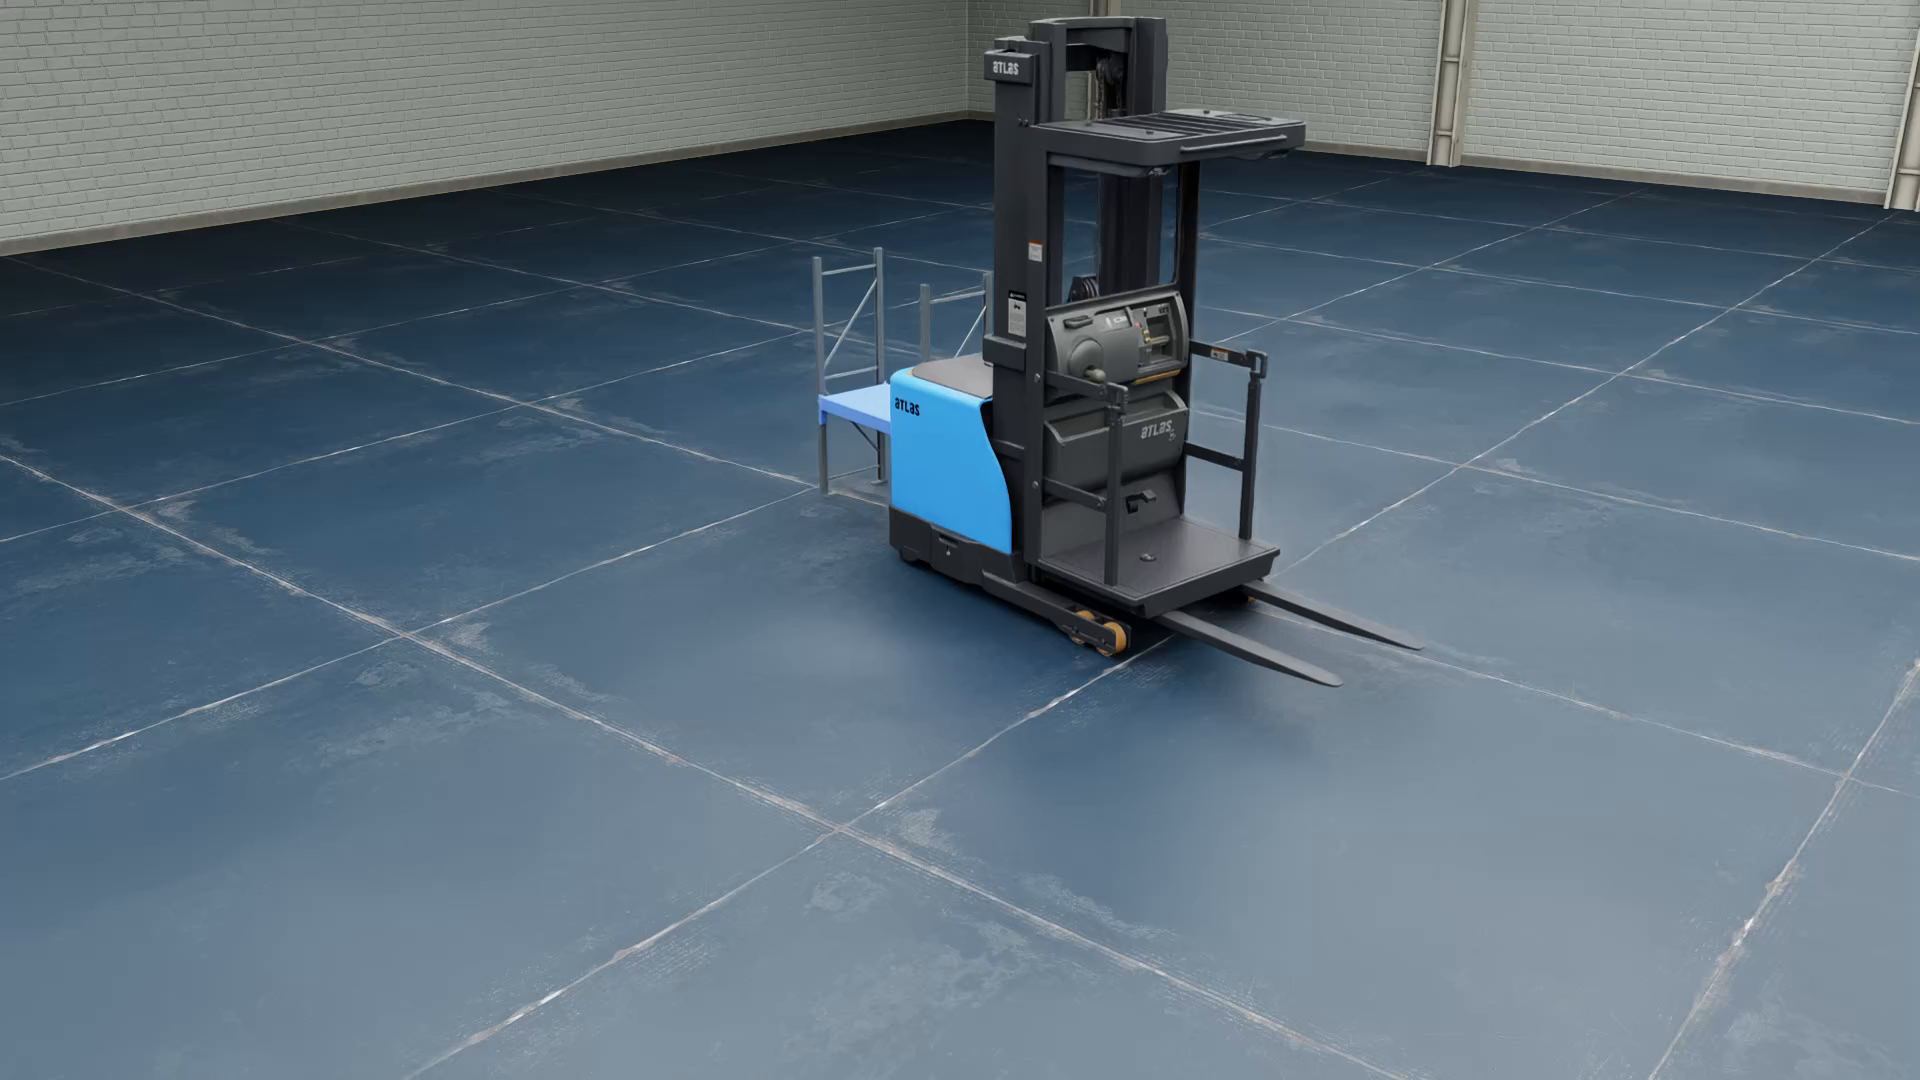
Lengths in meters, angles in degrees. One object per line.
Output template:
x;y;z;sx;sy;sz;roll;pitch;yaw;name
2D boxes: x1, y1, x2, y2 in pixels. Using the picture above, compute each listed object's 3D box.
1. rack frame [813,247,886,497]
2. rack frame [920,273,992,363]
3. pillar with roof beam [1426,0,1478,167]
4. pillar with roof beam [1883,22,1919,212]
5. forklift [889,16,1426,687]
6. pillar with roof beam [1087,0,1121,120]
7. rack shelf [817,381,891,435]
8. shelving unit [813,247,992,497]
-0.675;-1.029;10.270;0.500;1.500;0.032;-17;26;-37;rack frame
-0.018;-0.755;9.544;0.500;1.500;0.032;-17;26;-37;rack frame
4.278;-8.465;19.362;0.400;9.000;9.100;16;26;36;pillar with roof beam
8.927;-7.126;15.812;0.400;9.000;9.100;16;26;36;pillar with roof beam
0.936;-1.001;8.169;1.130;2.935;3.031;-17;26;-37;forklift
-0.370;-9.804;22.912;0.400;9.000;9.100;16;26;36;pillar with roof beam
-0.347;-0.723;9.970;0.538;0.185;1.000;-17;26;-37;rack shelf
-0.347;-0.892;9.907;0.538;1.500;1.048;-17;26;-37;shelving unit
